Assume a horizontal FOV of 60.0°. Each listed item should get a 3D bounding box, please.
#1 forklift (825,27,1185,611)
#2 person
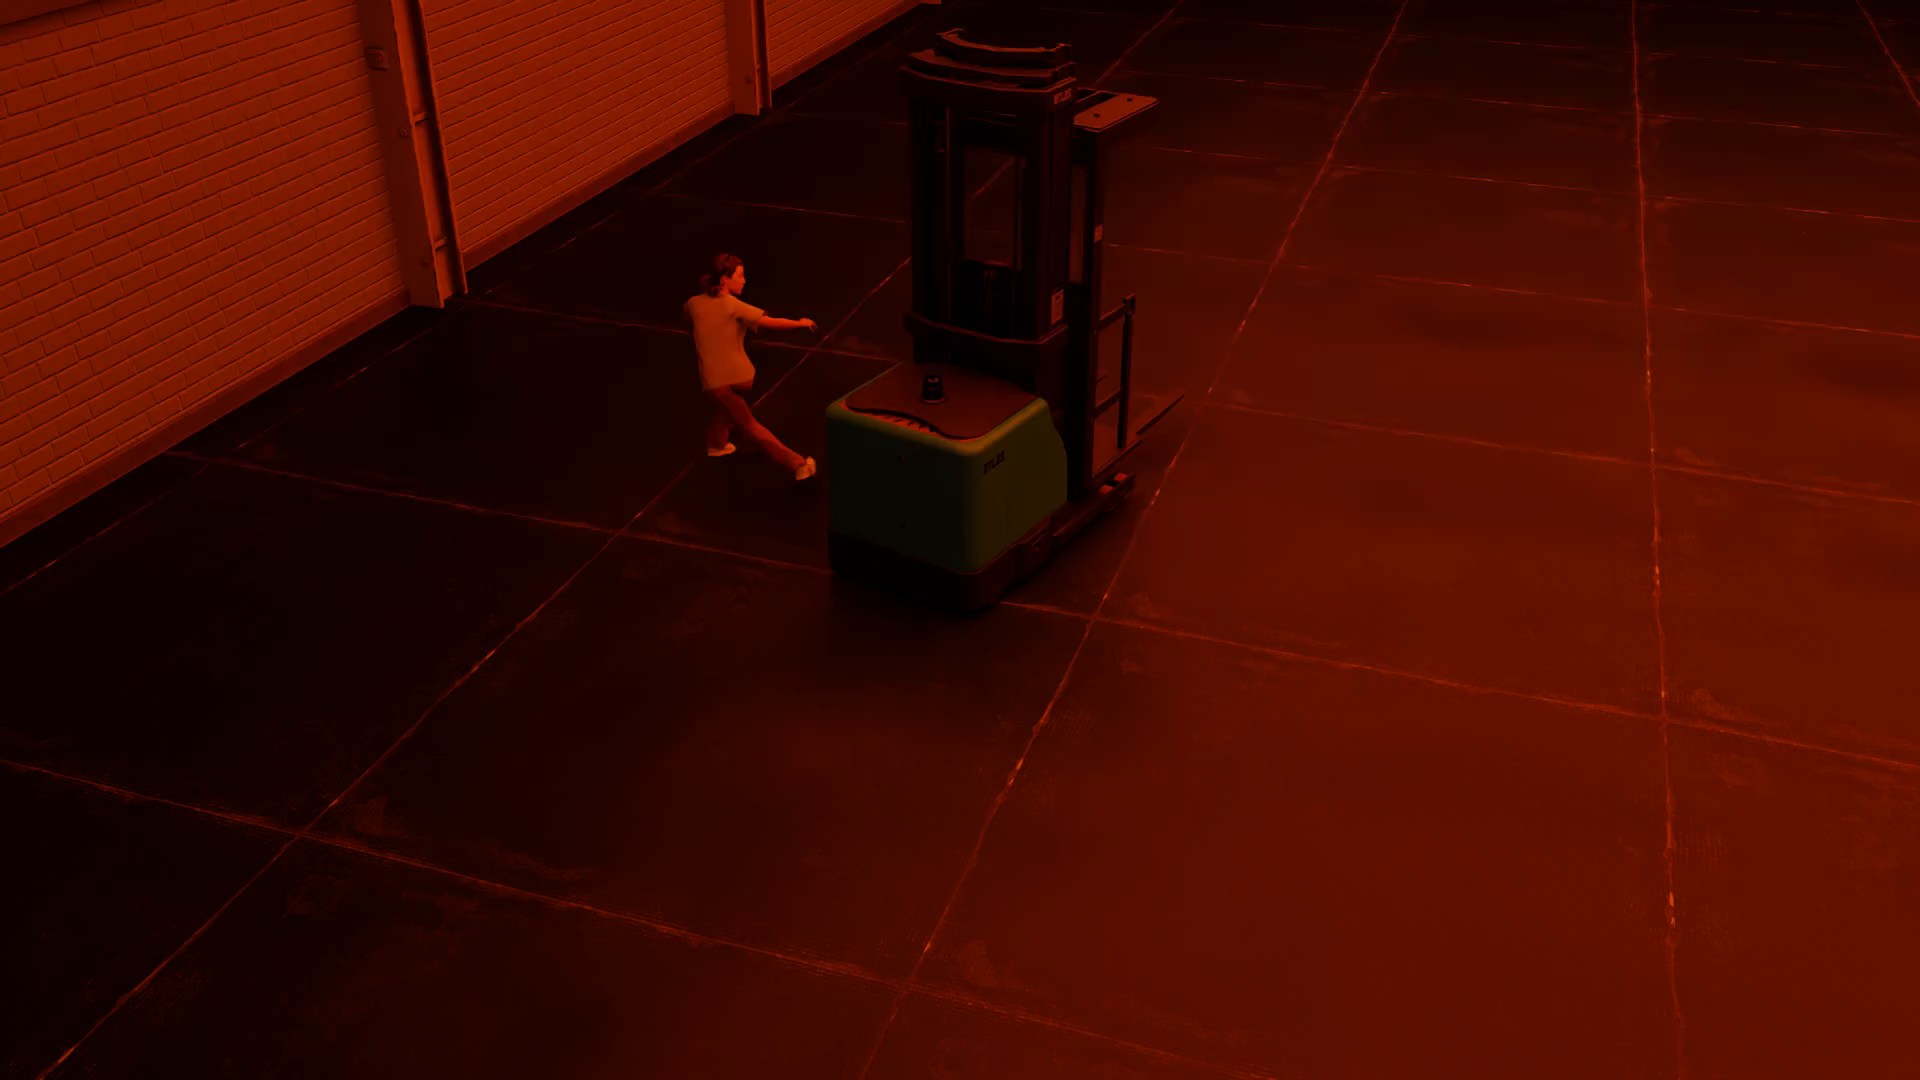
[{"bbox_3d":[0.452,-1.565,9.882,1.130,2.935,3.031,18,34,28],"label":"forklift"},{"bbox_3d":[-1.324,-1.122,10.644,0.829,1.463,1.035,-4,30,-7],"label":"person"}]
